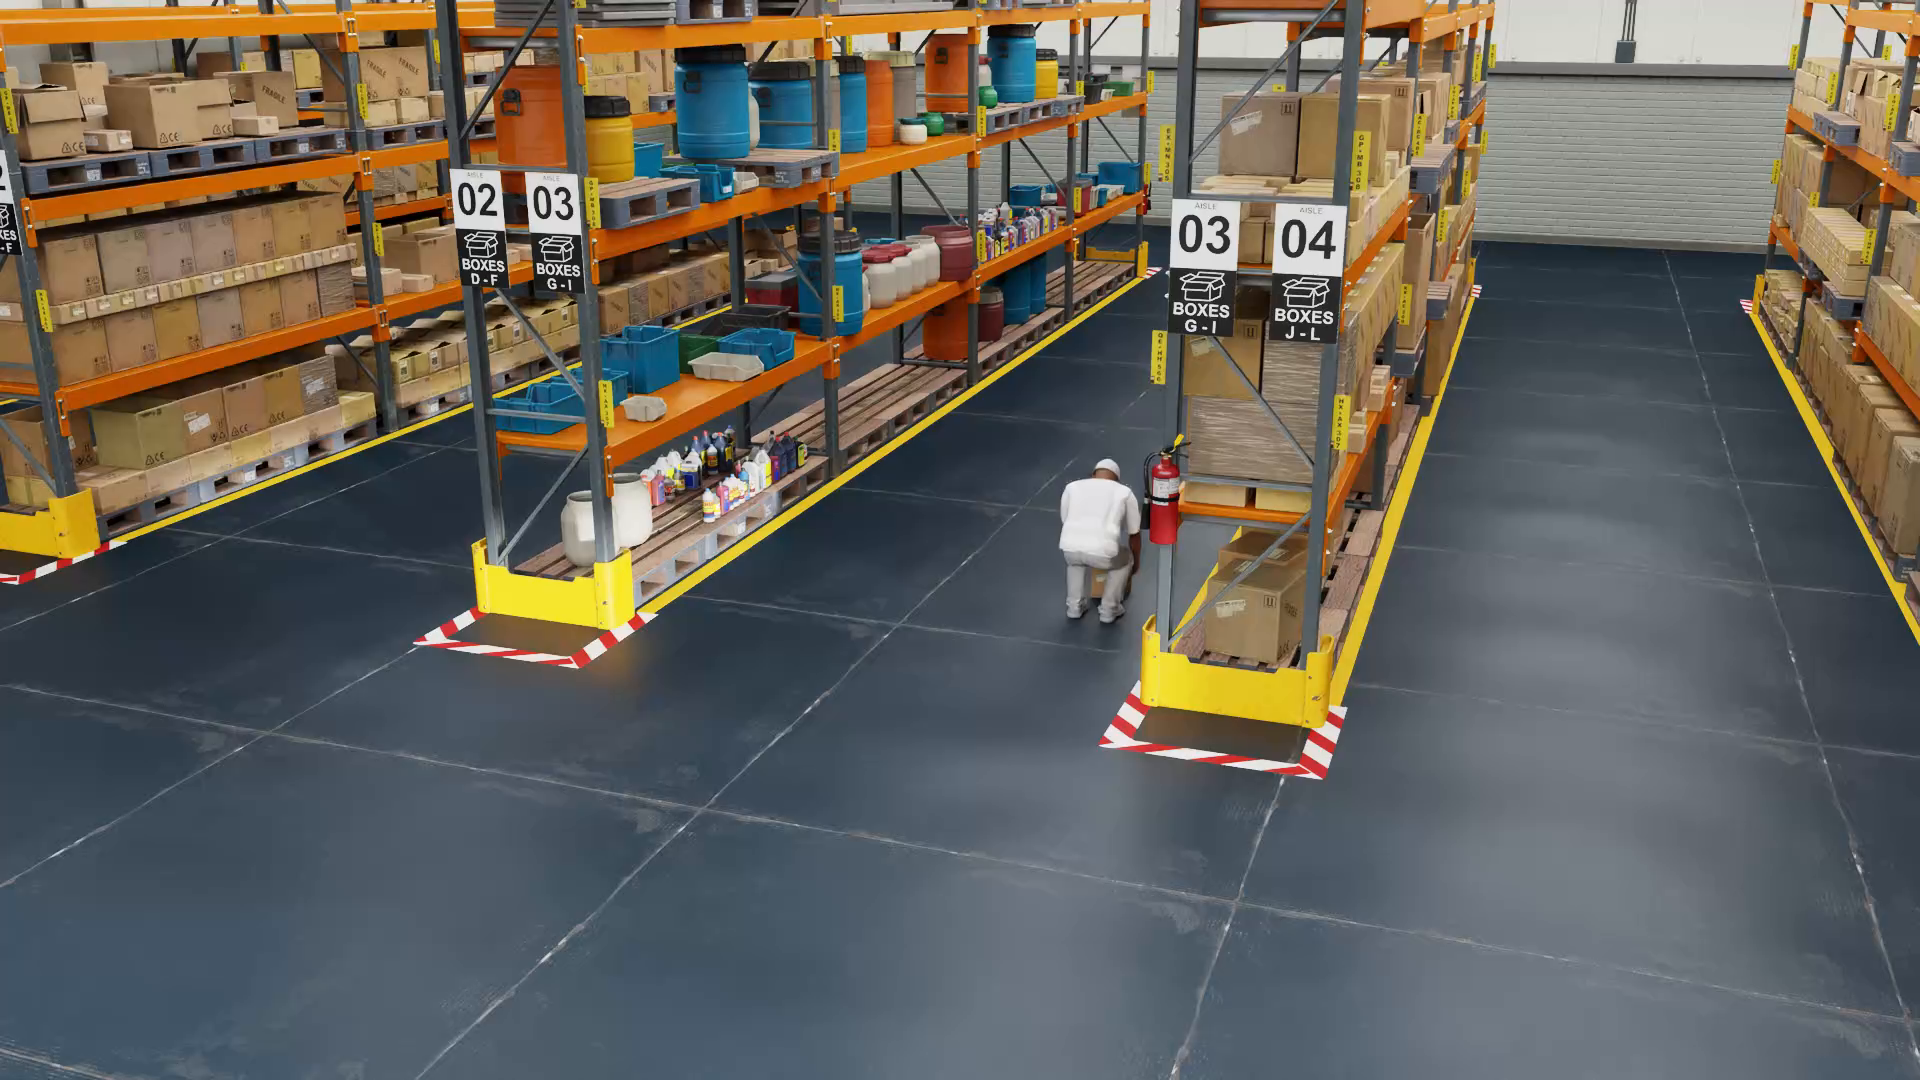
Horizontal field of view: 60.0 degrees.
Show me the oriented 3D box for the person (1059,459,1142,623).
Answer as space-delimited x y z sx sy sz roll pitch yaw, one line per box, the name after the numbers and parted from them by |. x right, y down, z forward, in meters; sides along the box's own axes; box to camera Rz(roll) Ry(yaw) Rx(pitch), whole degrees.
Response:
0.978 0.004 12.124 0.598 1.063 0.879 8 20 21 | person
